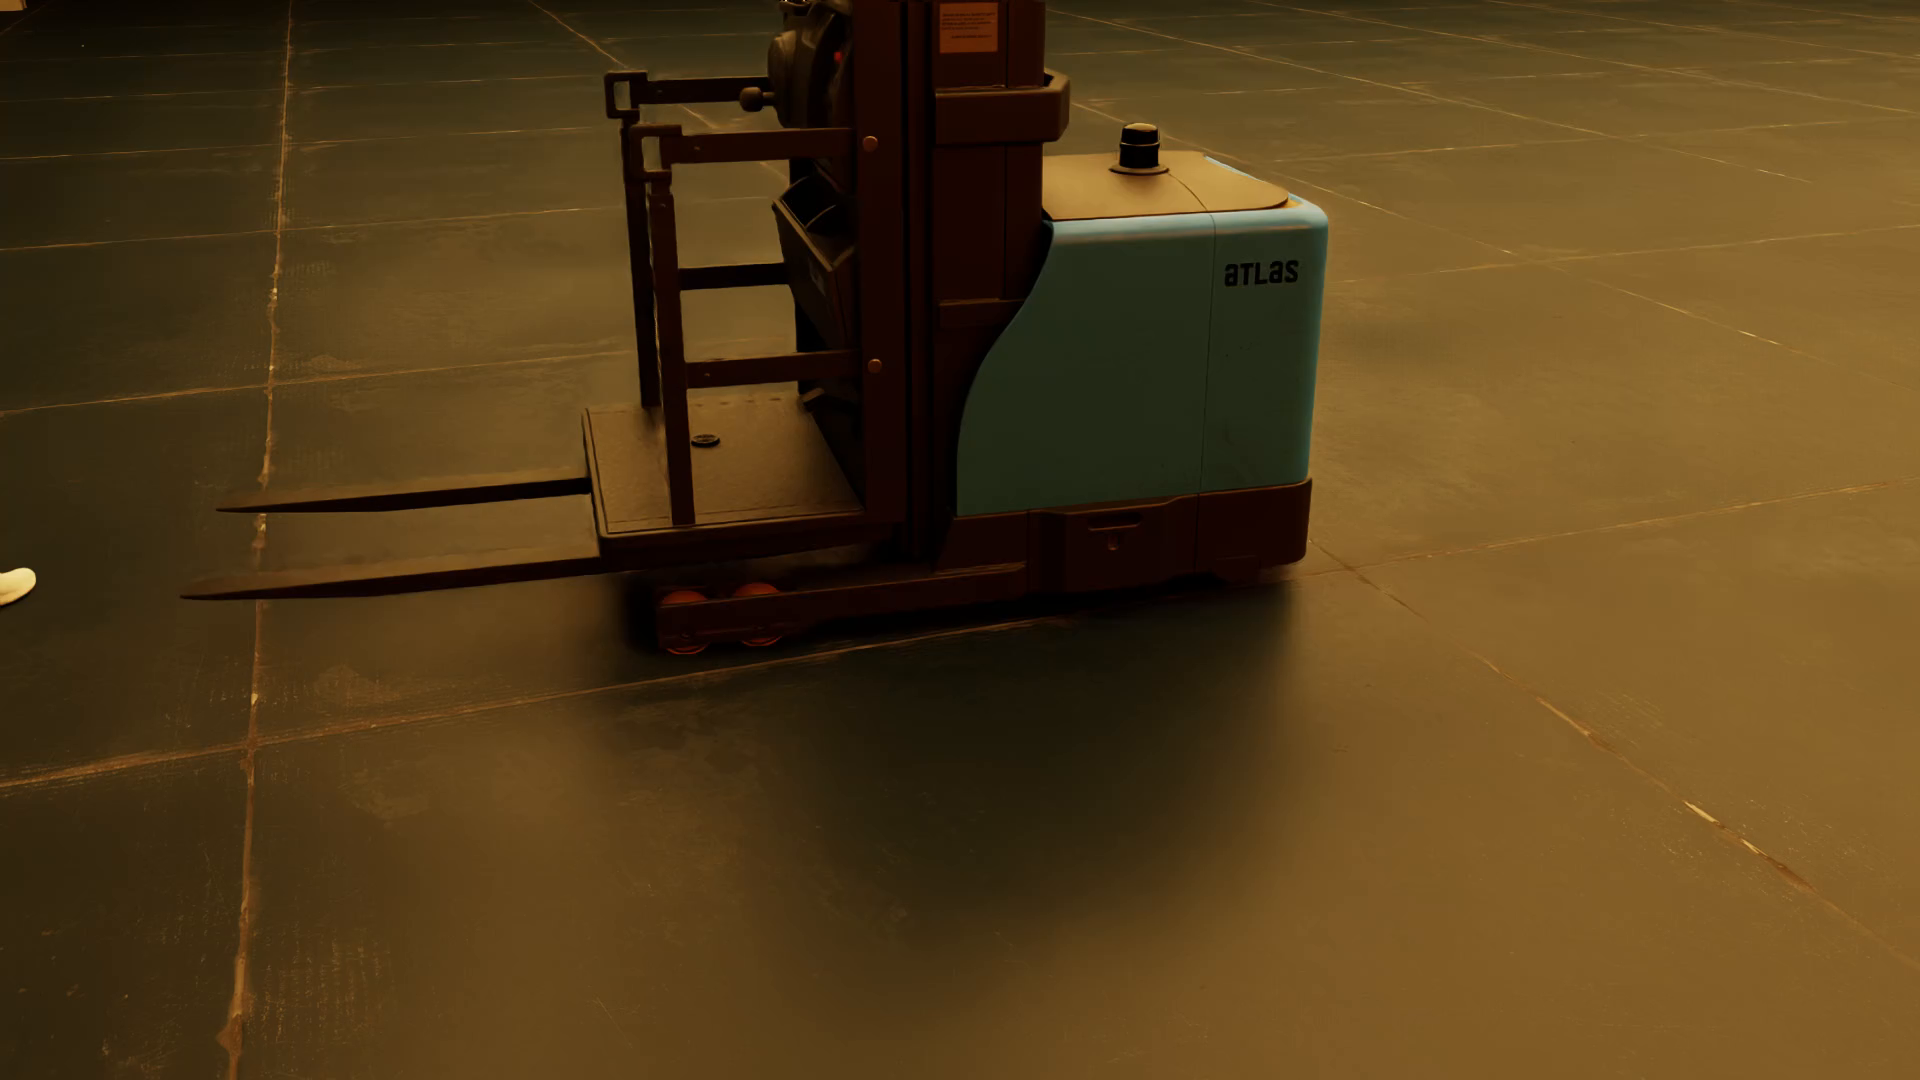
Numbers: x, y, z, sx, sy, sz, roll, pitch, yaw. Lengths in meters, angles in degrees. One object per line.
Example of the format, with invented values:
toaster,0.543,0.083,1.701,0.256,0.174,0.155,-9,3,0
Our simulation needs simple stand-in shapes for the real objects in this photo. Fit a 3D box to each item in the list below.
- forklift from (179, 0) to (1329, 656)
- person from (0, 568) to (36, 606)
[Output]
forklift,-0.575,-1.275,4.330,3.031,2.935,1.130,-6,23,-13
person,-3.048,-0.555,4.487,0.872,1.479,0.703,15,27,31
